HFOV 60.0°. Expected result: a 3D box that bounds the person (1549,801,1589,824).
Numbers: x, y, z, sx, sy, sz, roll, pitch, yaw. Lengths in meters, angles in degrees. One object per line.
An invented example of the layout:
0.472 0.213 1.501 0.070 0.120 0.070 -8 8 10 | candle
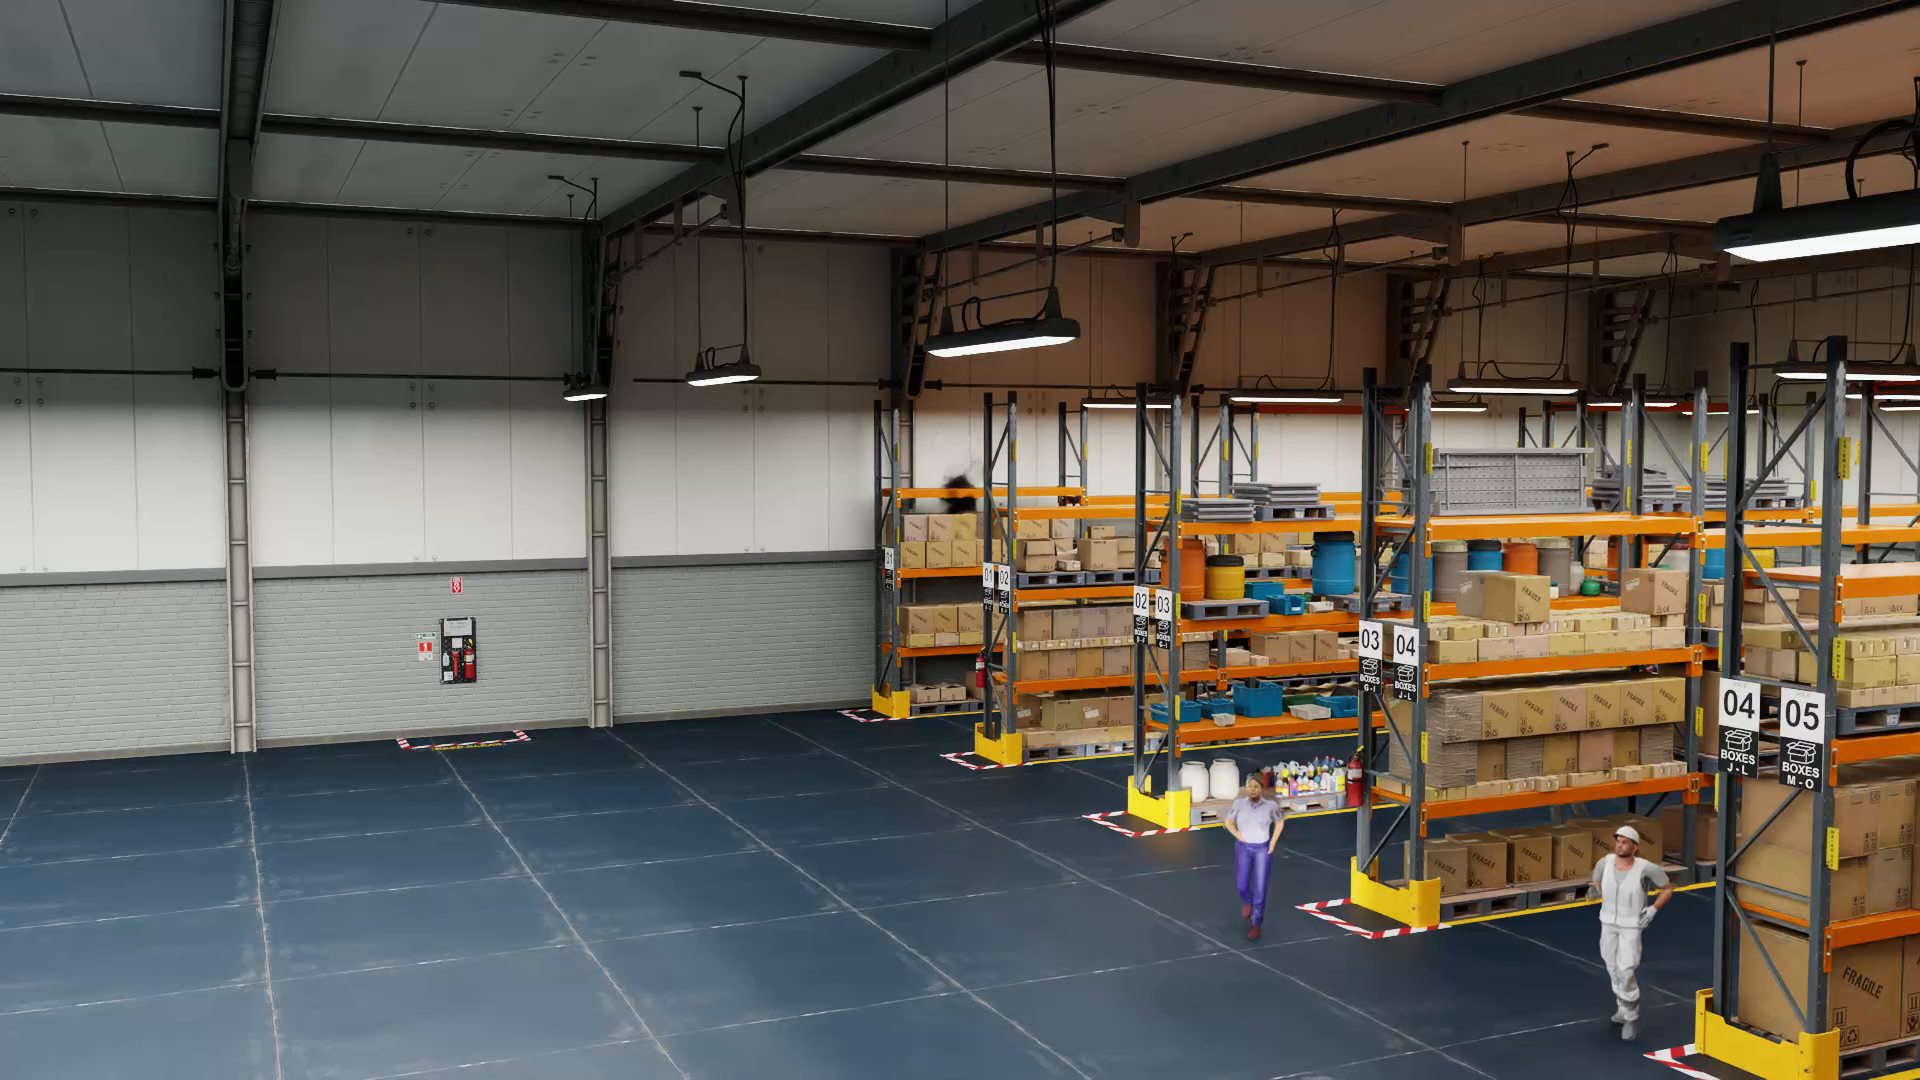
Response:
7.877 3.044 21.455 0.684 1.828 0.688 -2 4 -26 | person

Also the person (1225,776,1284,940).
3.110 3.327 17.650 0.606 1.655 0.751 1 4 20 | person

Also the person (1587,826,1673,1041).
5.816 3.427 14.593 0.658 1.834 0.660 -3 4 -42 | person
